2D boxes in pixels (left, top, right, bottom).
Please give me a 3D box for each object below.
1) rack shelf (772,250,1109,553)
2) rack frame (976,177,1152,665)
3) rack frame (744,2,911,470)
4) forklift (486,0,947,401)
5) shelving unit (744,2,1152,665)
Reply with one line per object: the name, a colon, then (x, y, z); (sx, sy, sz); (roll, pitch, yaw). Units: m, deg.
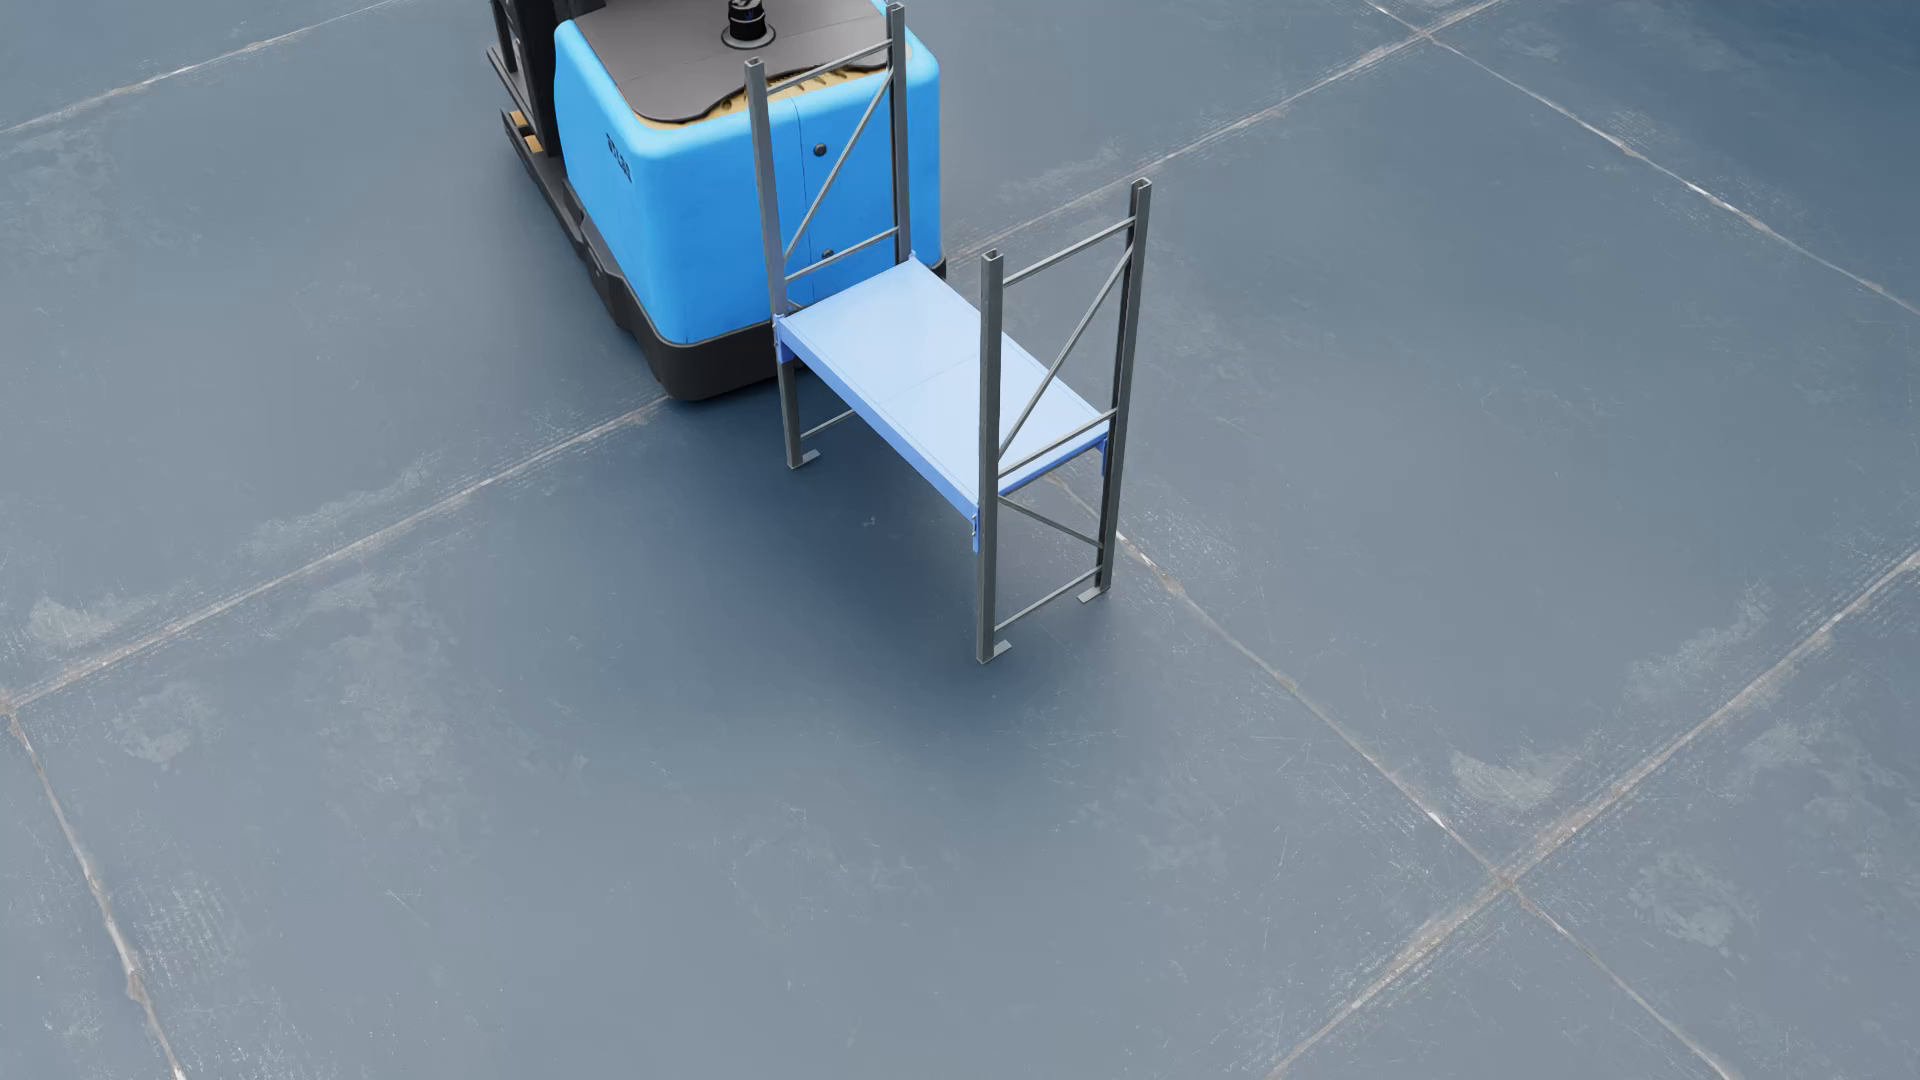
rack shelf: (-0.052, -0.433, 4.873); (0.538, 0.185, 1.000); (-29, 54, -24)
rack frame: (0.256, -0.254, 4.468); (0.500, 1.500, 0.032); (-29, 54, -24)
rack frame: (-0.359, -0.854, 5.012); (0.500, 1.500, 0.032); (-29, 54, -24)
forklift: (-1.166, -2.550, 5.584); (1.130, 2.935, 3.031); (-21, 51, -18)
shelving unit: (-0.052, -0.554, 4.740); (0.538, 1.500, 1.048); (-29, 54, -24)
